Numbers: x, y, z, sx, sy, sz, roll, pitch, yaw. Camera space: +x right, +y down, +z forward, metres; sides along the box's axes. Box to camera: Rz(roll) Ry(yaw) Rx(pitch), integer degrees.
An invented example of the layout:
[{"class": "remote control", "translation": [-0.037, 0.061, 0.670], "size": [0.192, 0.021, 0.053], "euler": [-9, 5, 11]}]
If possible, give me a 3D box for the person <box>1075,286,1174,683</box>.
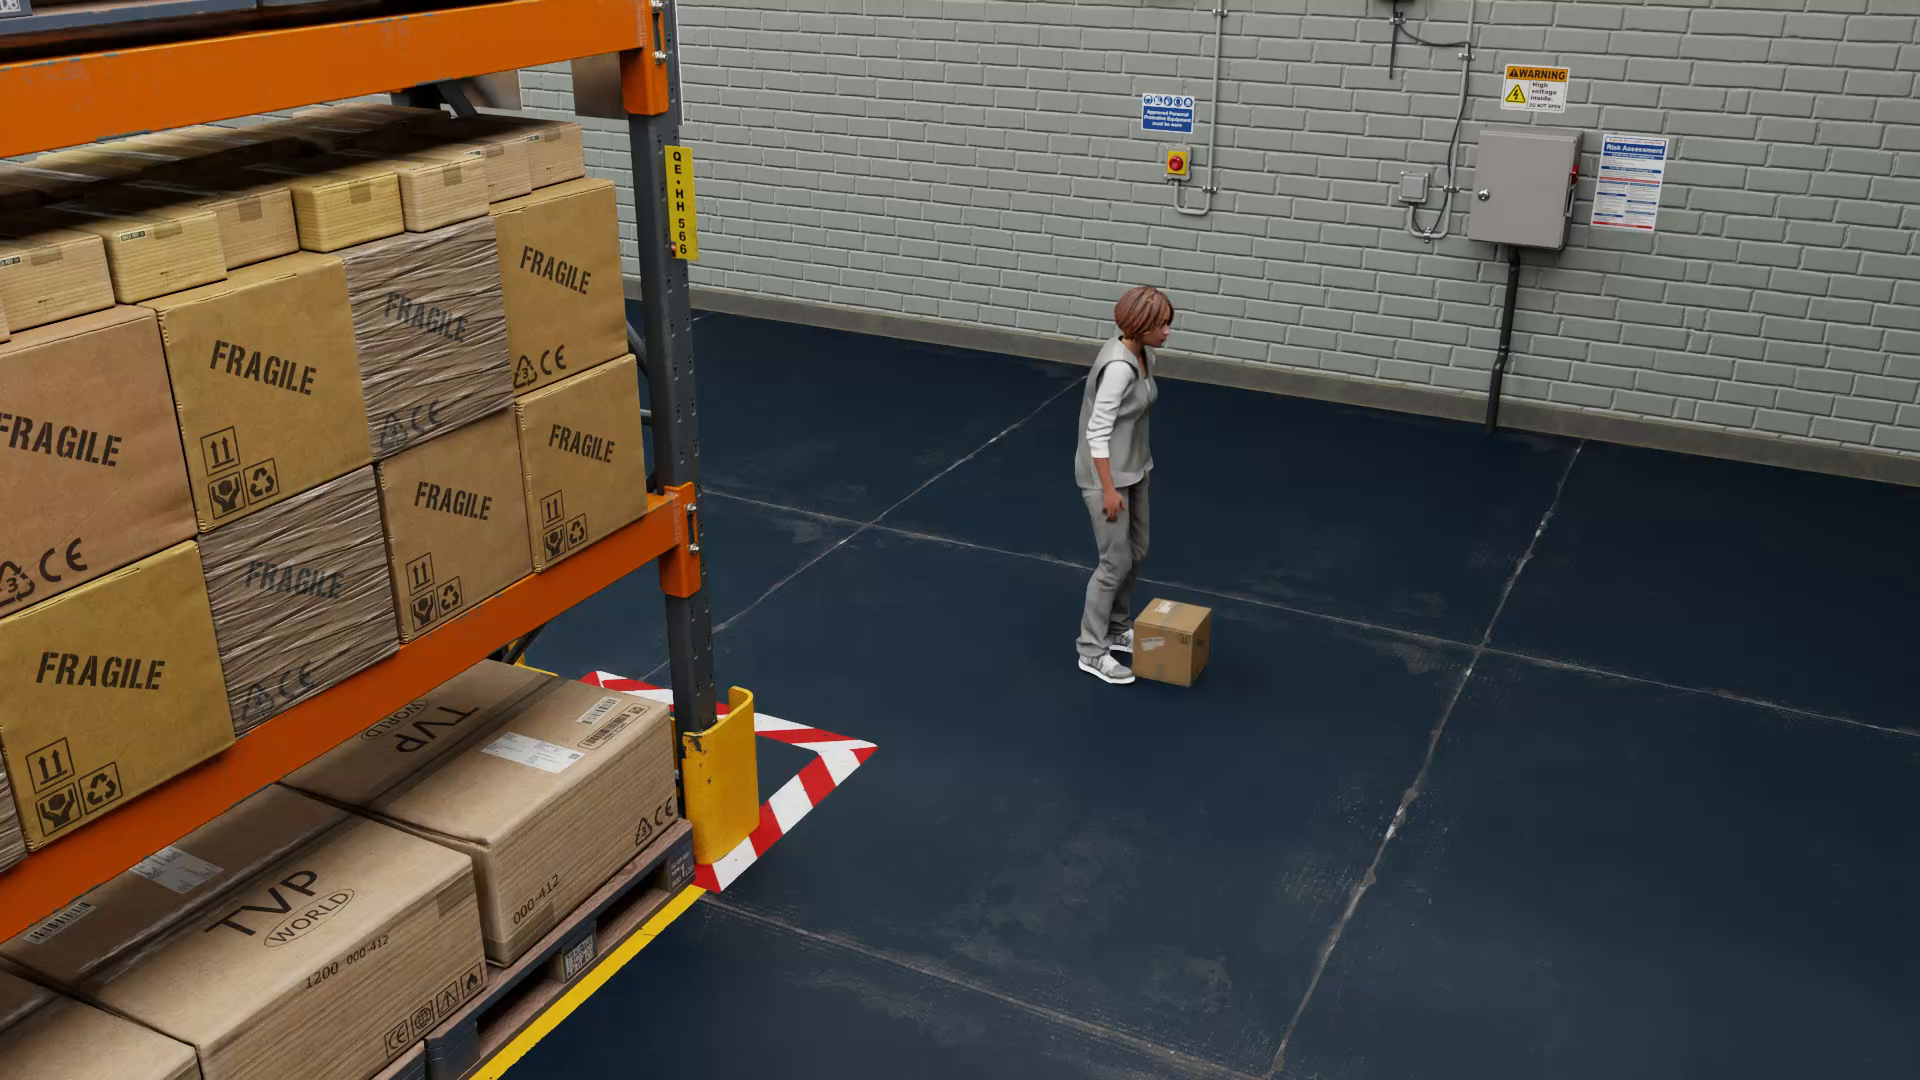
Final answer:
[{"class": "person", "translation": [0.643, -0.237, 6.667], "size": [0.346, 1.592, 0.466], "euler": [10, 25, 23]}]
